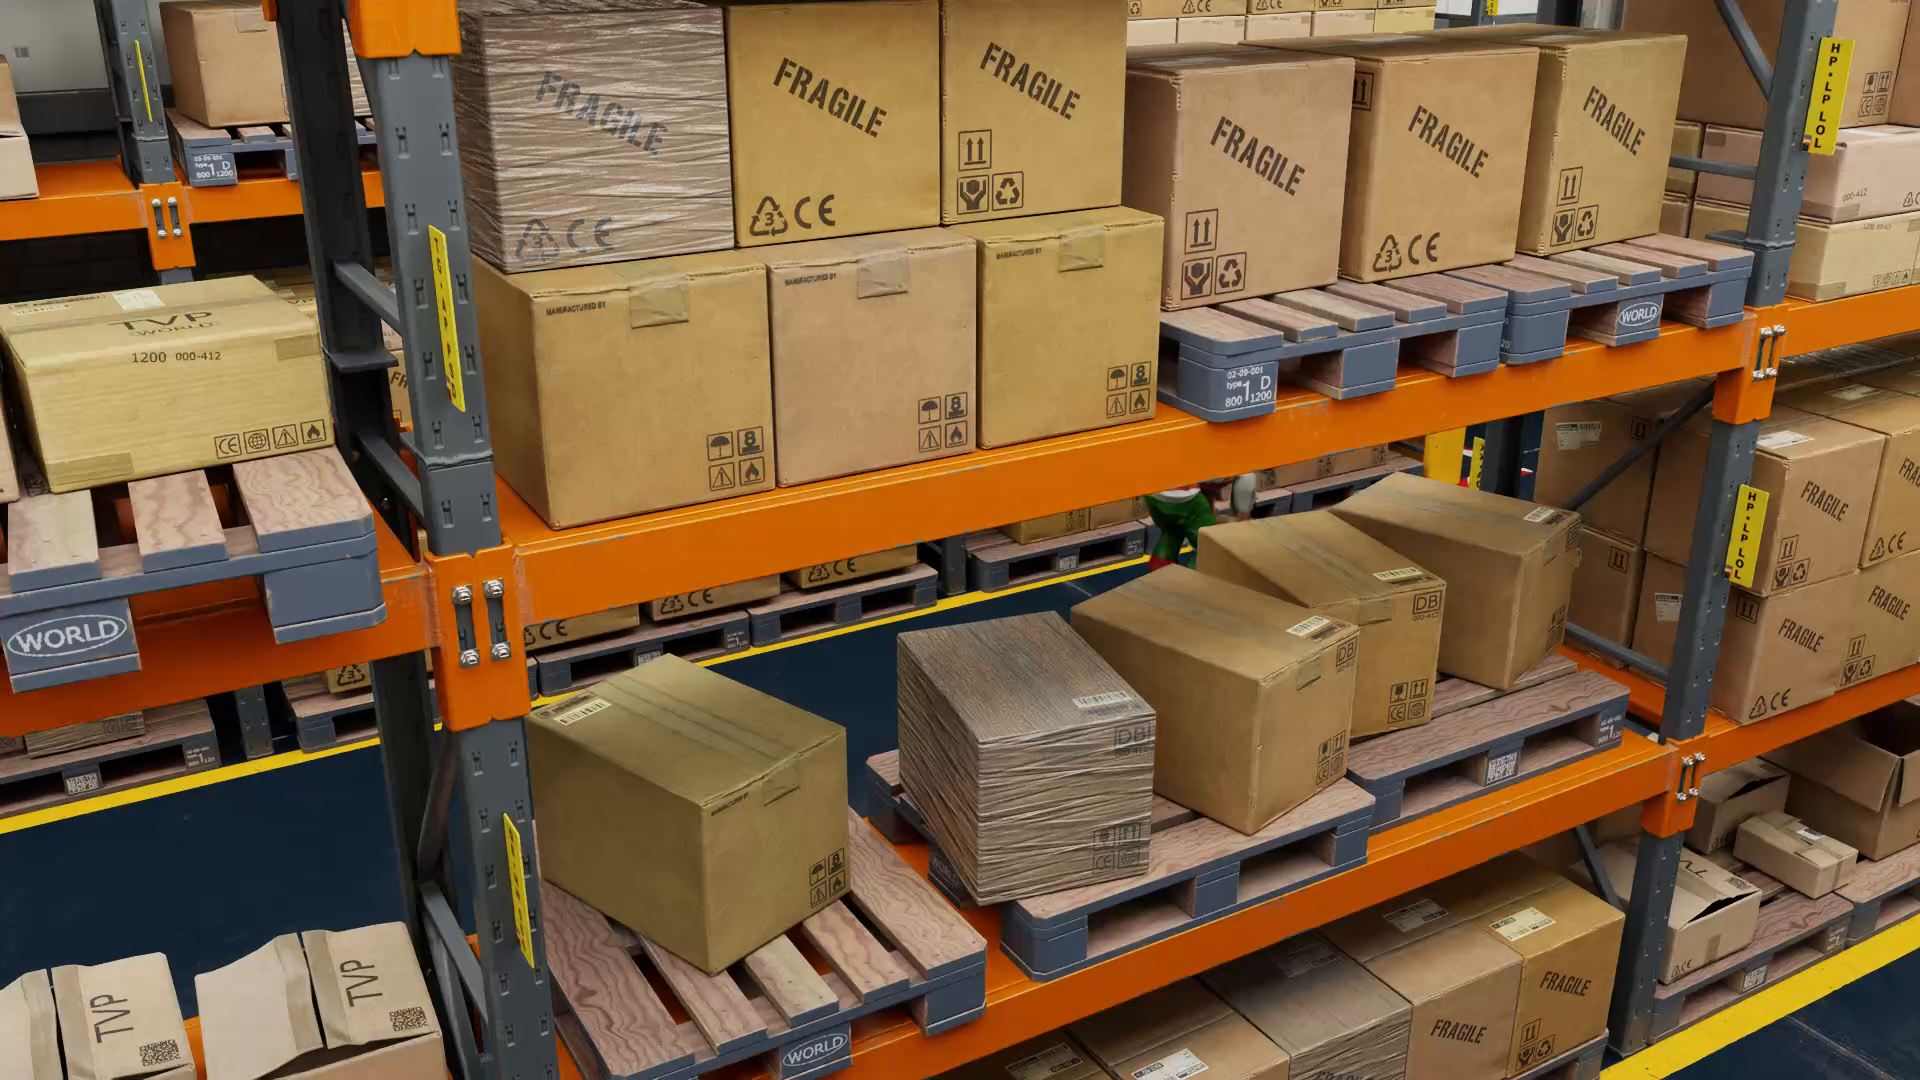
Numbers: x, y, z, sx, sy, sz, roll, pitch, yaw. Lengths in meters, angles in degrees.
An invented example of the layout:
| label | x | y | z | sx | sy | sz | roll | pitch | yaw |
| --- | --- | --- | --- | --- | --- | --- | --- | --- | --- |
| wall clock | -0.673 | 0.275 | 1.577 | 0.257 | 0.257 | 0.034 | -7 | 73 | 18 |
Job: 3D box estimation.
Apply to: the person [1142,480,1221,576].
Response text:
| label | x | y | z | sx | sy | sz | roll | pitch | yaw |
| --- | --- | --- | --- | --- | --- | --- | --- | --- | --- |
| person | 1.245 | -0.357 | 9.469 | 0.444 | 1.779 | 0.584 | -13 | 25 | -30 |
